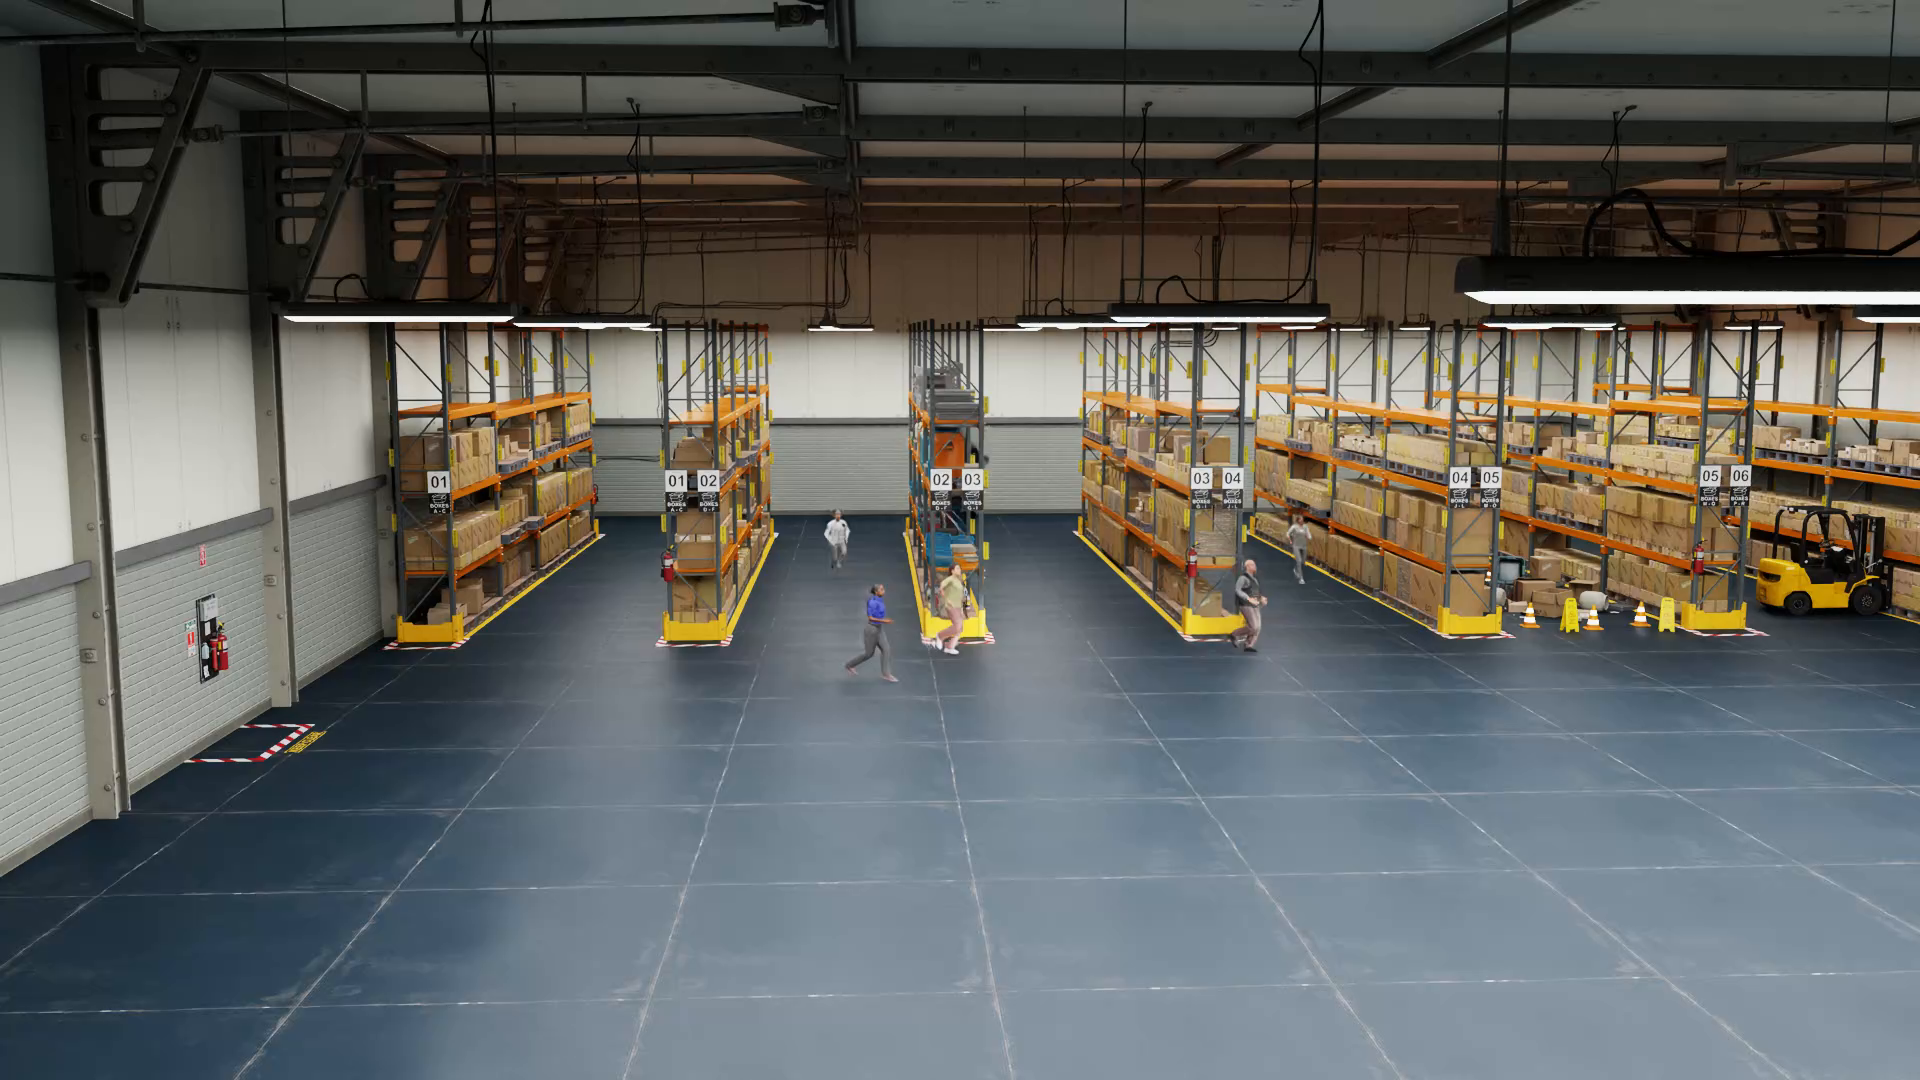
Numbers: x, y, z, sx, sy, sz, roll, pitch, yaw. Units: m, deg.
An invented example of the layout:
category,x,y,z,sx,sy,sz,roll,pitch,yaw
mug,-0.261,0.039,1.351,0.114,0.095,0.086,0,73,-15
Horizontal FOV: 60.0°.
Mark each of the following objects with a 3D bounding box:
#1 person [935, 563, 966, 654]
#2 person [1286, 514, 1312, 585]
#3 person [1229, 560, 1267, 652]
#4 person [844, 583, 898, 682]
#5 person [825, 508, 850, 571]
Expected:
category,x,y,z,sx,sy,sz,roll,pitch,yaw
person,-0.140,1.222,30.070,0.517,1.627,0.636,3,8,24
person,7.822,0.193,38.330,0.543,1.576,0.877,-1,7,-9
person,5.195,1.191,30.007,0.581,1.681,0.651,5,9,36
person,-1.440,1.514,27.481,0.871,1.642,0.557,2,7,14
person,-2.858,0.010,39.072,0.617,1.520,0.807,-2,7,-16
